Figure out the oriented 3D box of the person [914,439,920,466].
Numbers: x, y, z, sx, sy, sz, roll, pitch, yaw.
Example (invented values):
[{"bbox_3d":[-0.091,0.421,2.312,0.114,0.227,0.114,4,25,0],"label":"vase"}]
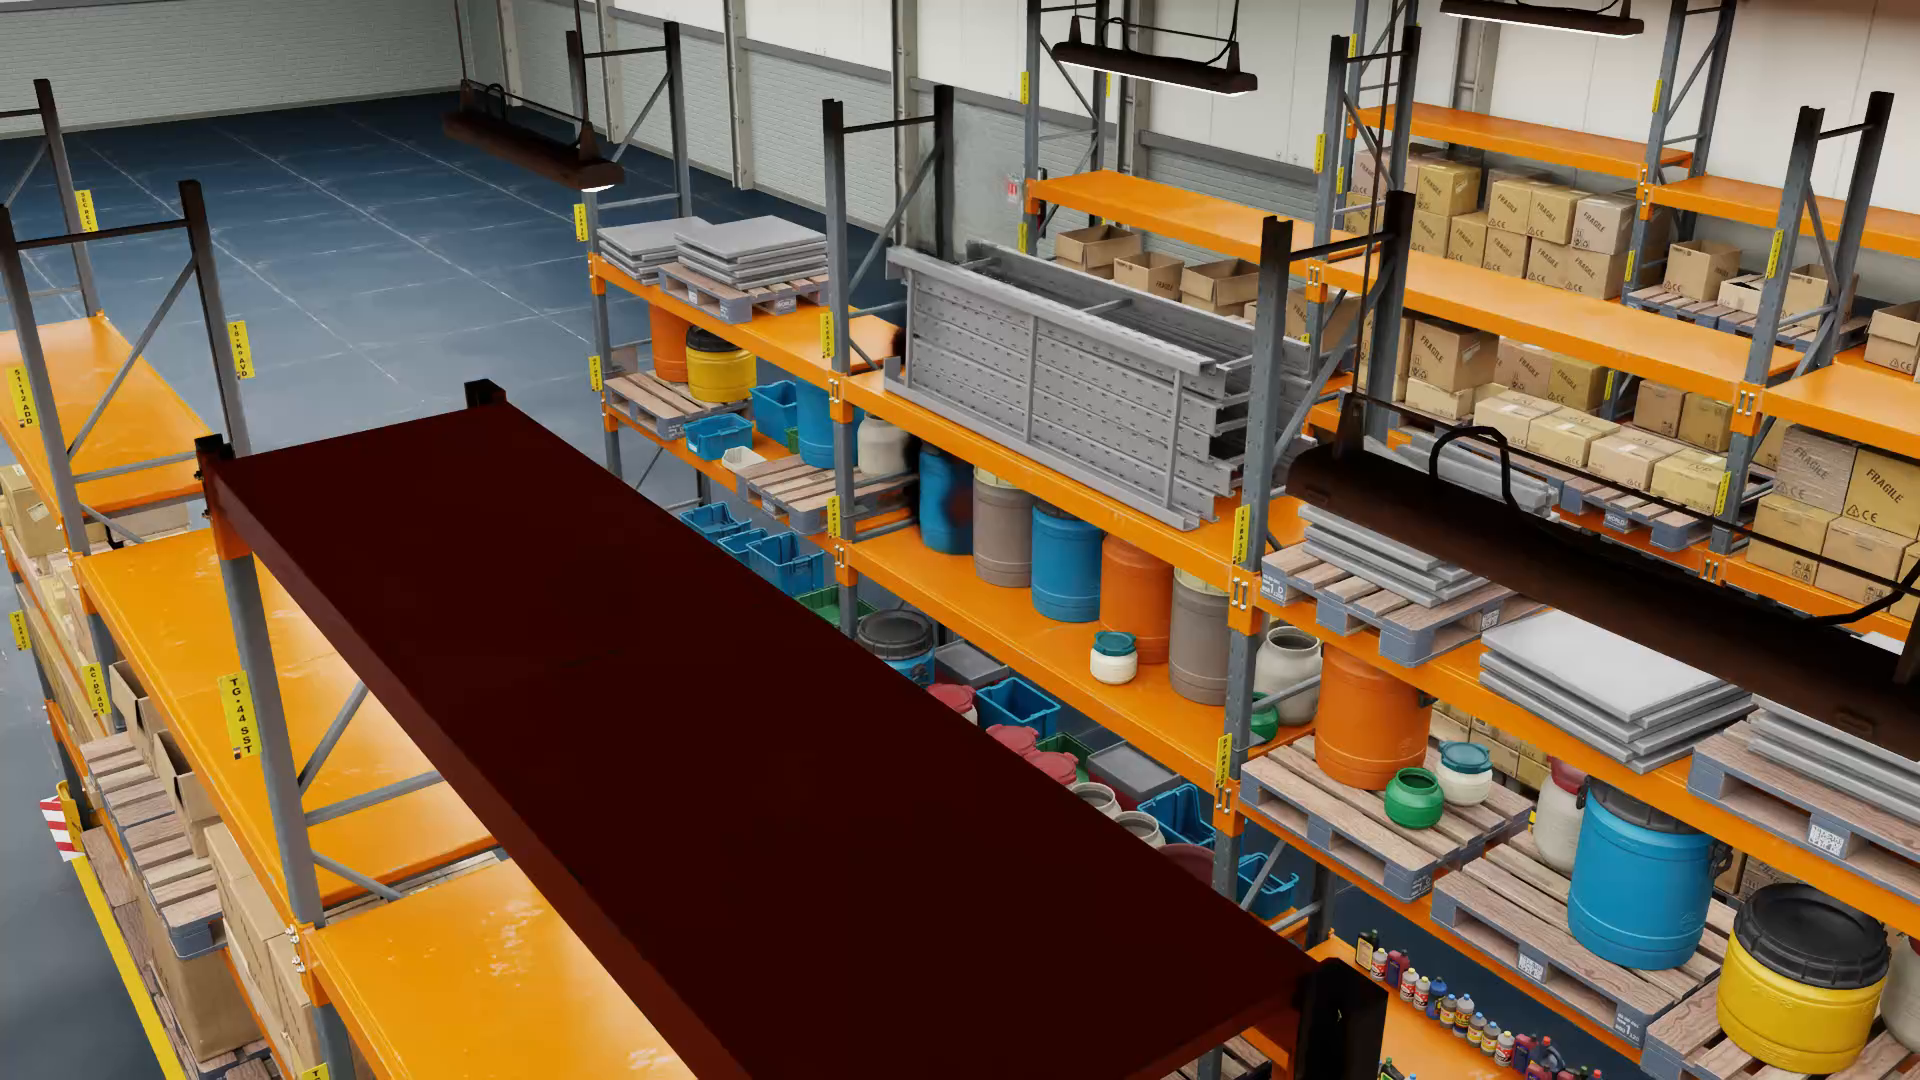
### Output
[{"bbox_3d":[-0.316,-1.406,19.994,0.914,1.670,0.585,-5,25,-10],"label":"person"}]
